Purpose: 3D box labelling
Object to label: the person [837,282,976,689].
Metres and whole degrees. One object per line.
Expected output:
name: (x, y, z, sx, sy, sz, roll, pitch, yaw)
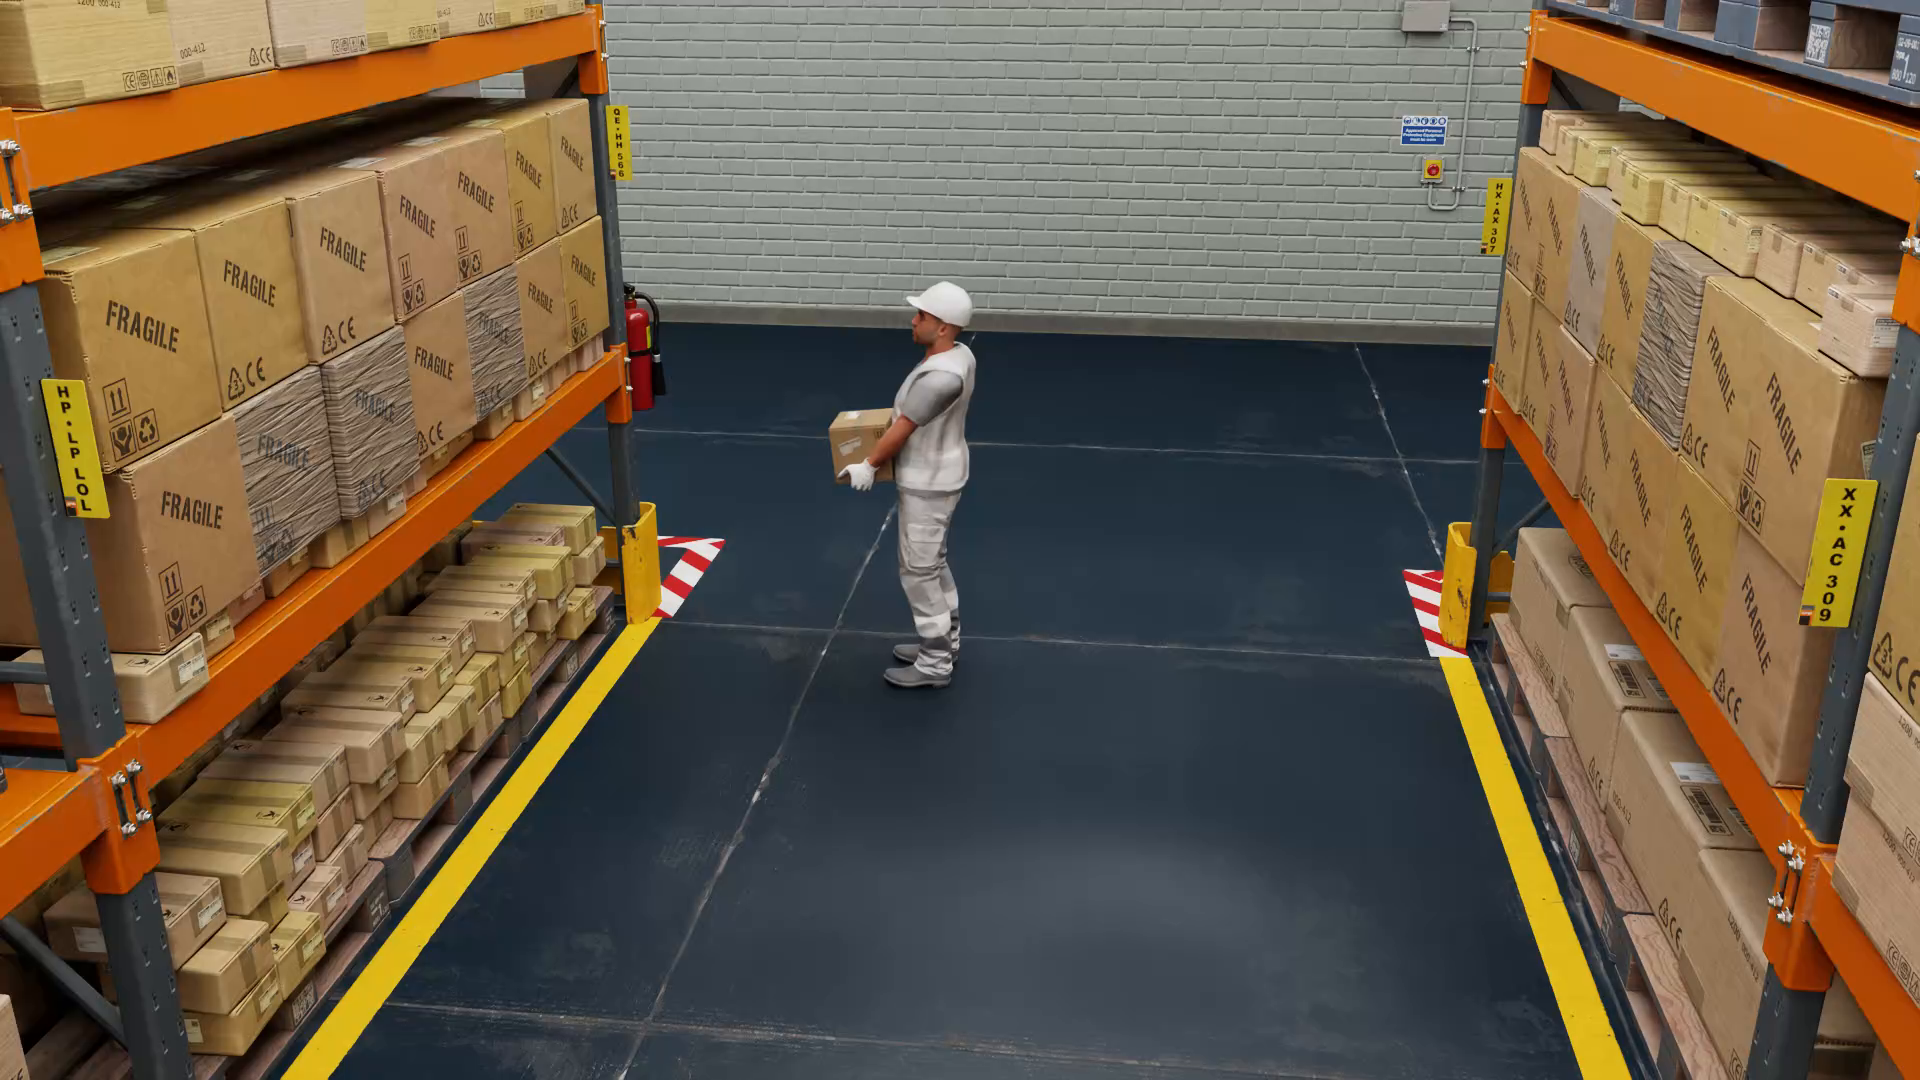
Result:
person: (-0.226, -0.234, 7.167, 0.561, 1.782, 0.493, 3, 21, 7)
